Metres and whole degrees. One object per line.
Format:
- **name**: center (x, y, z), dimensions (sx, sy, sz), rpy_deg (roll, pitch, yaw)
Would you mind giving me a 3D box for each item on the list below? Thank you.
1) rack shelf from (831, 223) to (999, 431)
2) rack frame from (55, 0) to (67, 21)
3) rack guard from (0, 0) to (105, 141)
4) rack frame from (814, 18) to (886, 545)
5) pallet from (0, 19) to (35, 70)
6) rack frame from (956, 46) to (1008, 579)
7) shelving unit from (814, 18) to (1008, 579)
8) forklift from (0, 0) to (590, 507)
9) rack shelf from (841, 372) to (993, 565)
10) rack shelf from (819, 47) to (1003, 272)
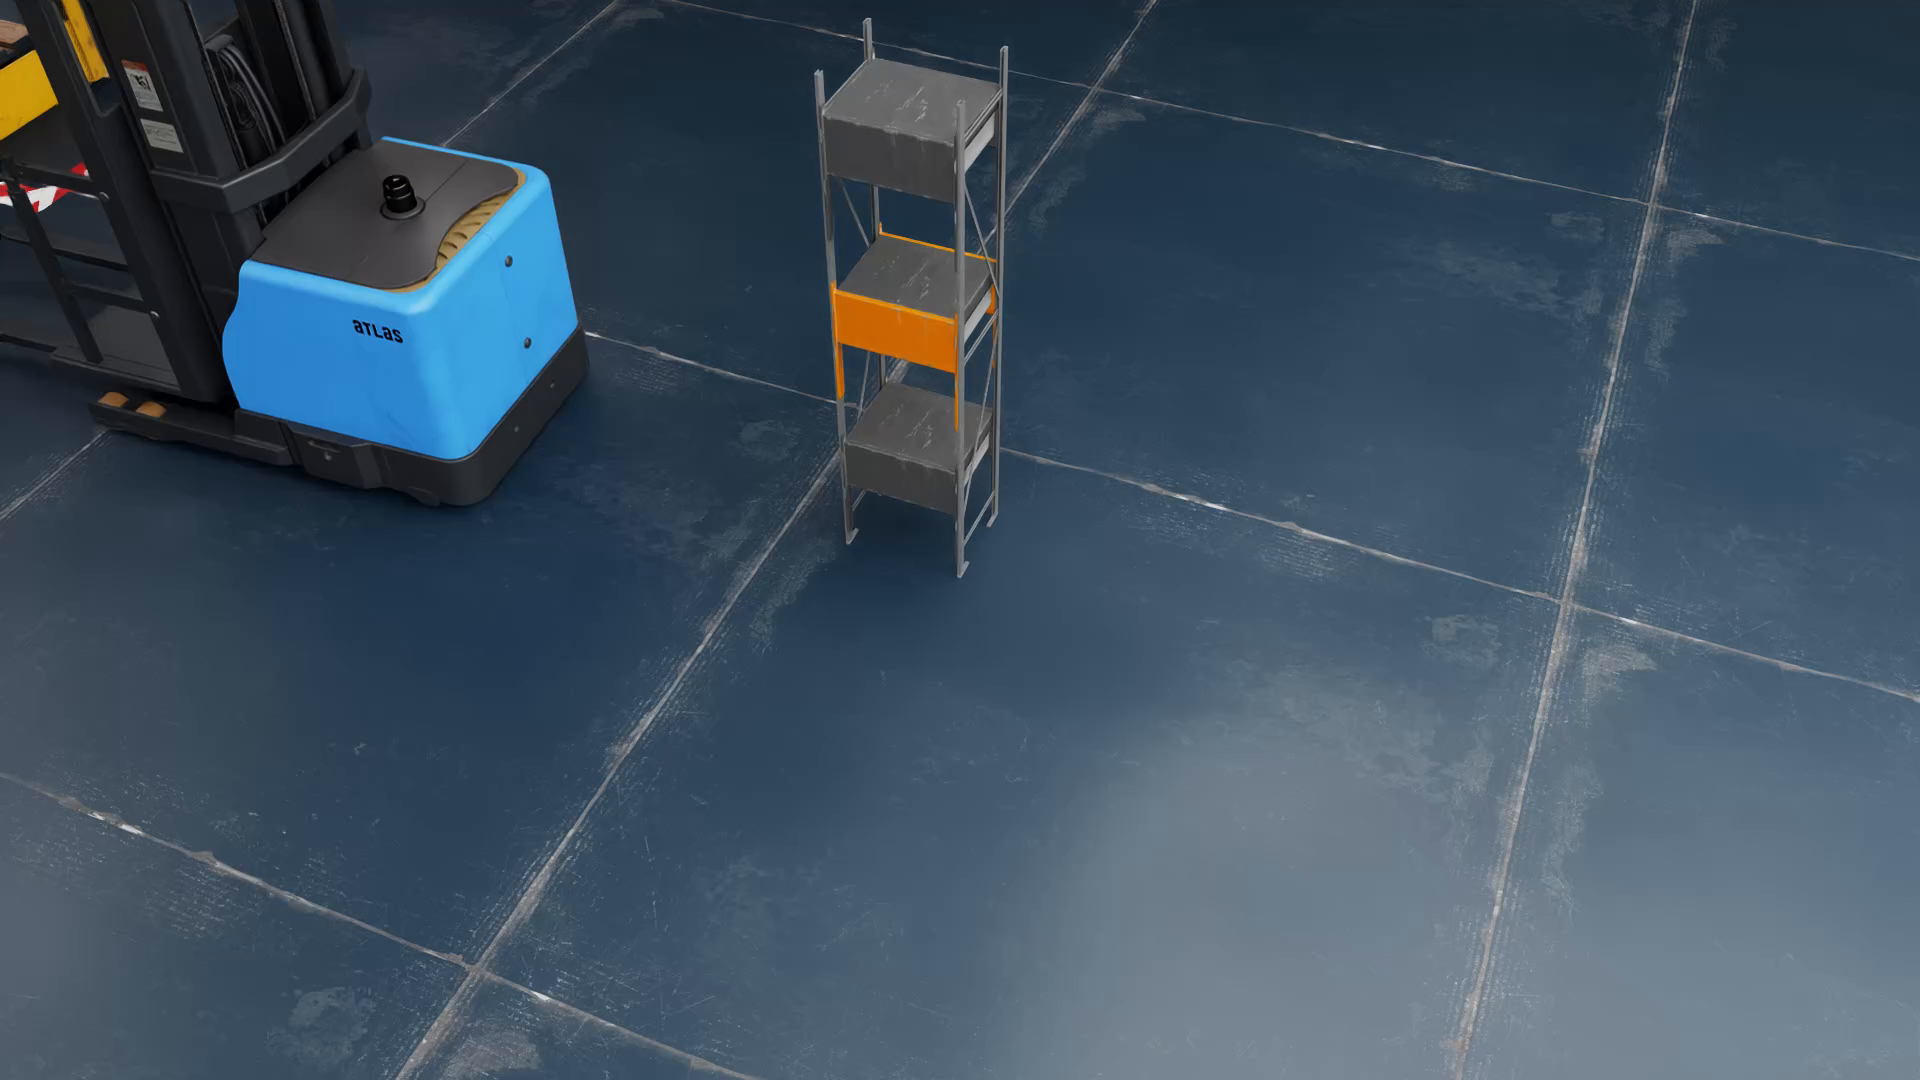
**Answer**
- **rack shelf**: center (-0.153, -0.780, 6.064), dimensions (0.480, 0.518, 0.431), rpy_deg (16, 47, 16)
- **rack frame**: center (-5.127, -3.364, 8.004), dimensions (0.127, 3.000, 1.000), rpy_deg (16, 47, 16)
- **rack guard**: center (-5.197, -2.499, 8.907), dimensions (0.348, 0.500, 1.175), rpy_deg (16, 47, 16)
- **rack frame**: center (-0.378, -0.856, 6.121), dimensions (0.015, 2.100, 0.400), rpy_deg (16, 47, 16)
- **pallet**: center (-5.933, -2.640, 9.254), dimensions (1.213, 0.211, 1.003), rpy_deg (16, 47, 16)
- **rack frame**: center (0.072, -0.723, 5.988), dimensions (0.015, 2.100, 0.400), rpy_deg (16, 47, 16)
- **shelving unit**: center (-0.153, -0.789, 6.055), dimensions (0.503, 2.100, 0.431), rpy_deg (16, 47, 16)
- **forklift**: center (-3.227, -1.807, 6.488), dimensions (3.031, 2.935, 1.130), rpy_deg (14, 46, 13)
- **rack shelf**: center (-0.153, -0.283, 6.558), dimensions (0.480, 0.518, 0.431), rpy_deg (16, 47, 16)
- **rack shelf**: center (-0.153, -1.276, 5.570), dimensions (0.480, 0.518, 0.431), rpy_deg (16, 47, 16)
